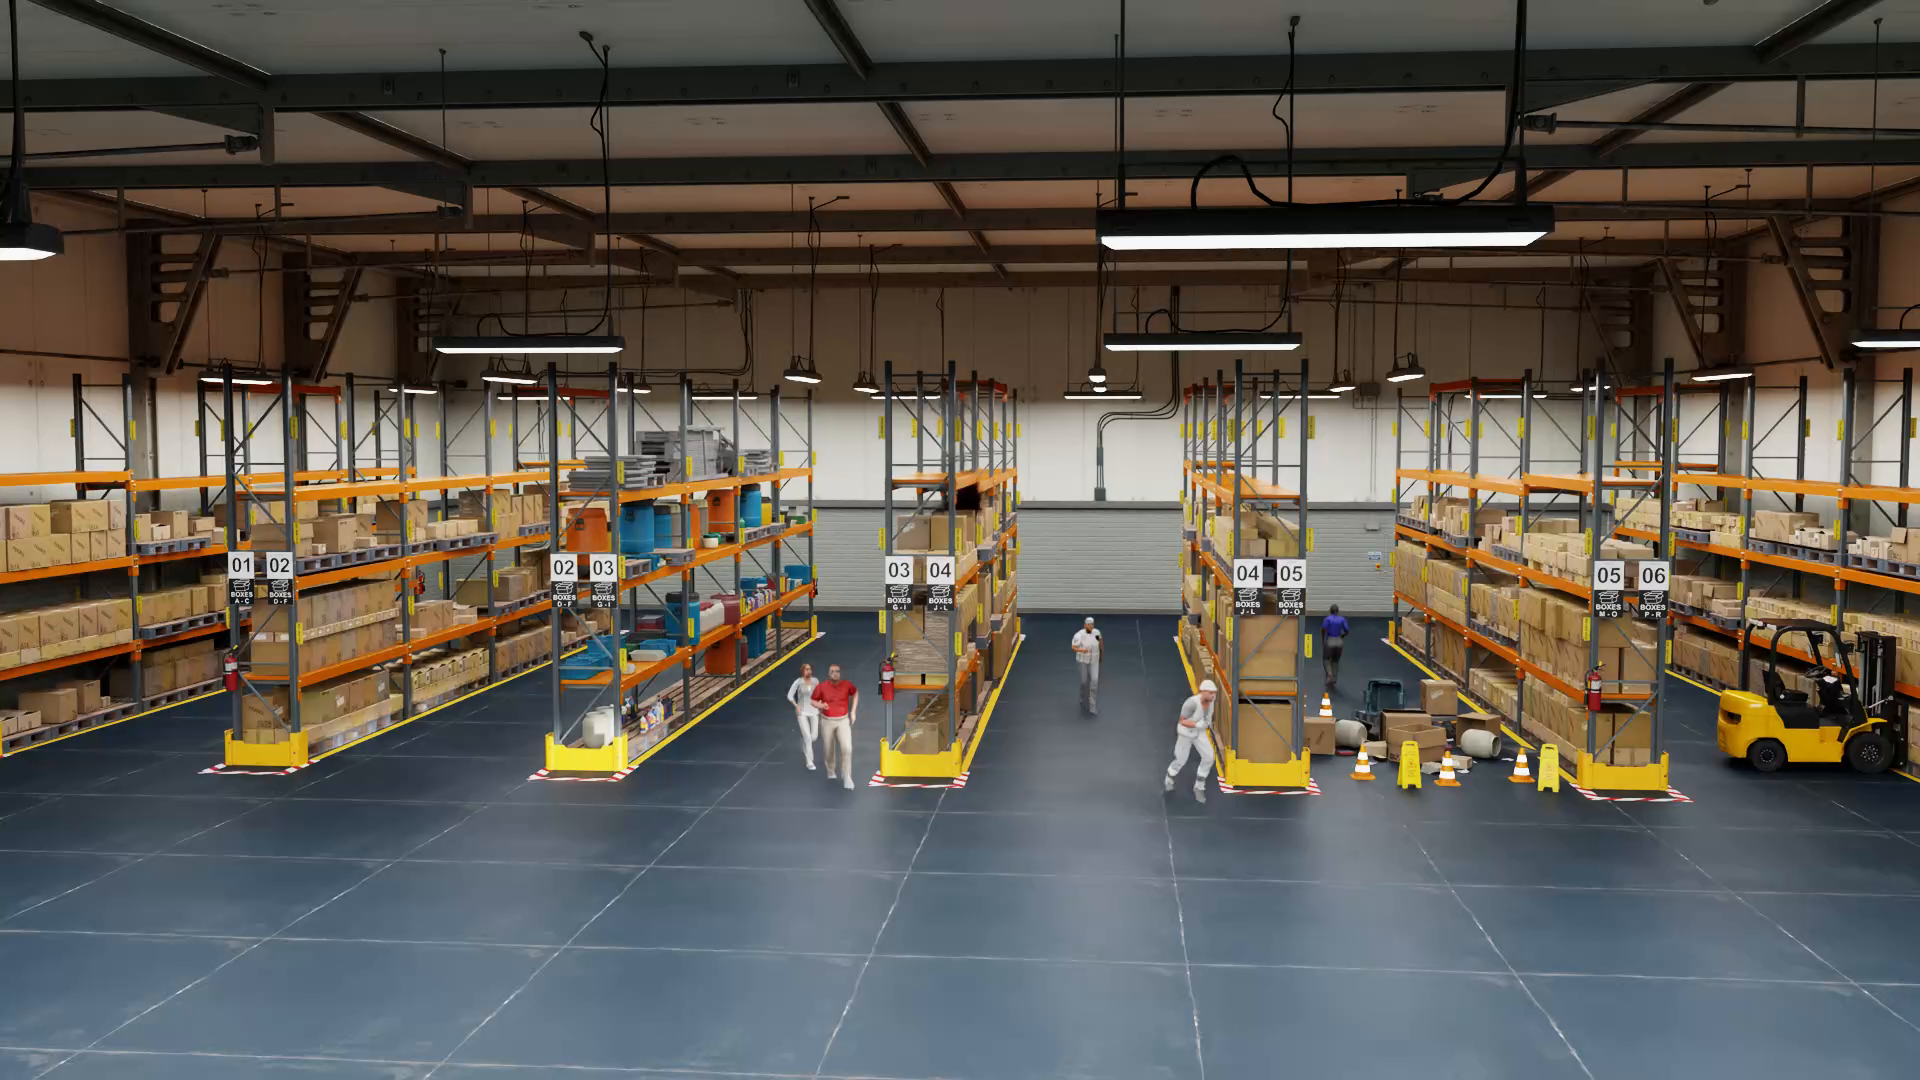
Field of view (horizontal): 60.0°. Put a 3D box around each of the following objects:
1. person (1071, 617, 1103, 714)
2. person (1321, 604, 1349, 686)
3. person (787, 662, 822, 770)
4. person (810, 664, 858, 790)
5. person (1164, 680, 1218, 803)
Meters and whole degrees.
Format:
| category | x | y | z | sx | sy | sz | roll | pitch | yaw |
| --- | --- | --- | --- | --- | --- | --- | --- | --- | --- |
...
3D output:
| category | x | y | z | sx | sy | sz | roll | pitch | yaw |
| --- | --- | --- | --- | --- | --- | --- | --- | --- | --- |
| person | 2.284 | 2.221 | 29.855 | 0.627 | 1.704 | 0.931 | -1 | 4 | -11 |
| person | 7.307 | 2.153 | 32.567 | 0.577 | 1.421 | 0.546 | 0 | 4 | -1 |
| person | -2.301 | 2.602 | 24.816 | 0.541 | 1.573 | 0.650 | -1 | 4 | -21 |
| person | -1.767 | 2.618 | 23.465 | 0.689 | 1.759 | 0.818 | 0 | 4 | -7 |
| person | 3.152 | 2.708 | 22.584 | 0.707 | 1.710 | 1.008 | -2 | 5 | -33 |
